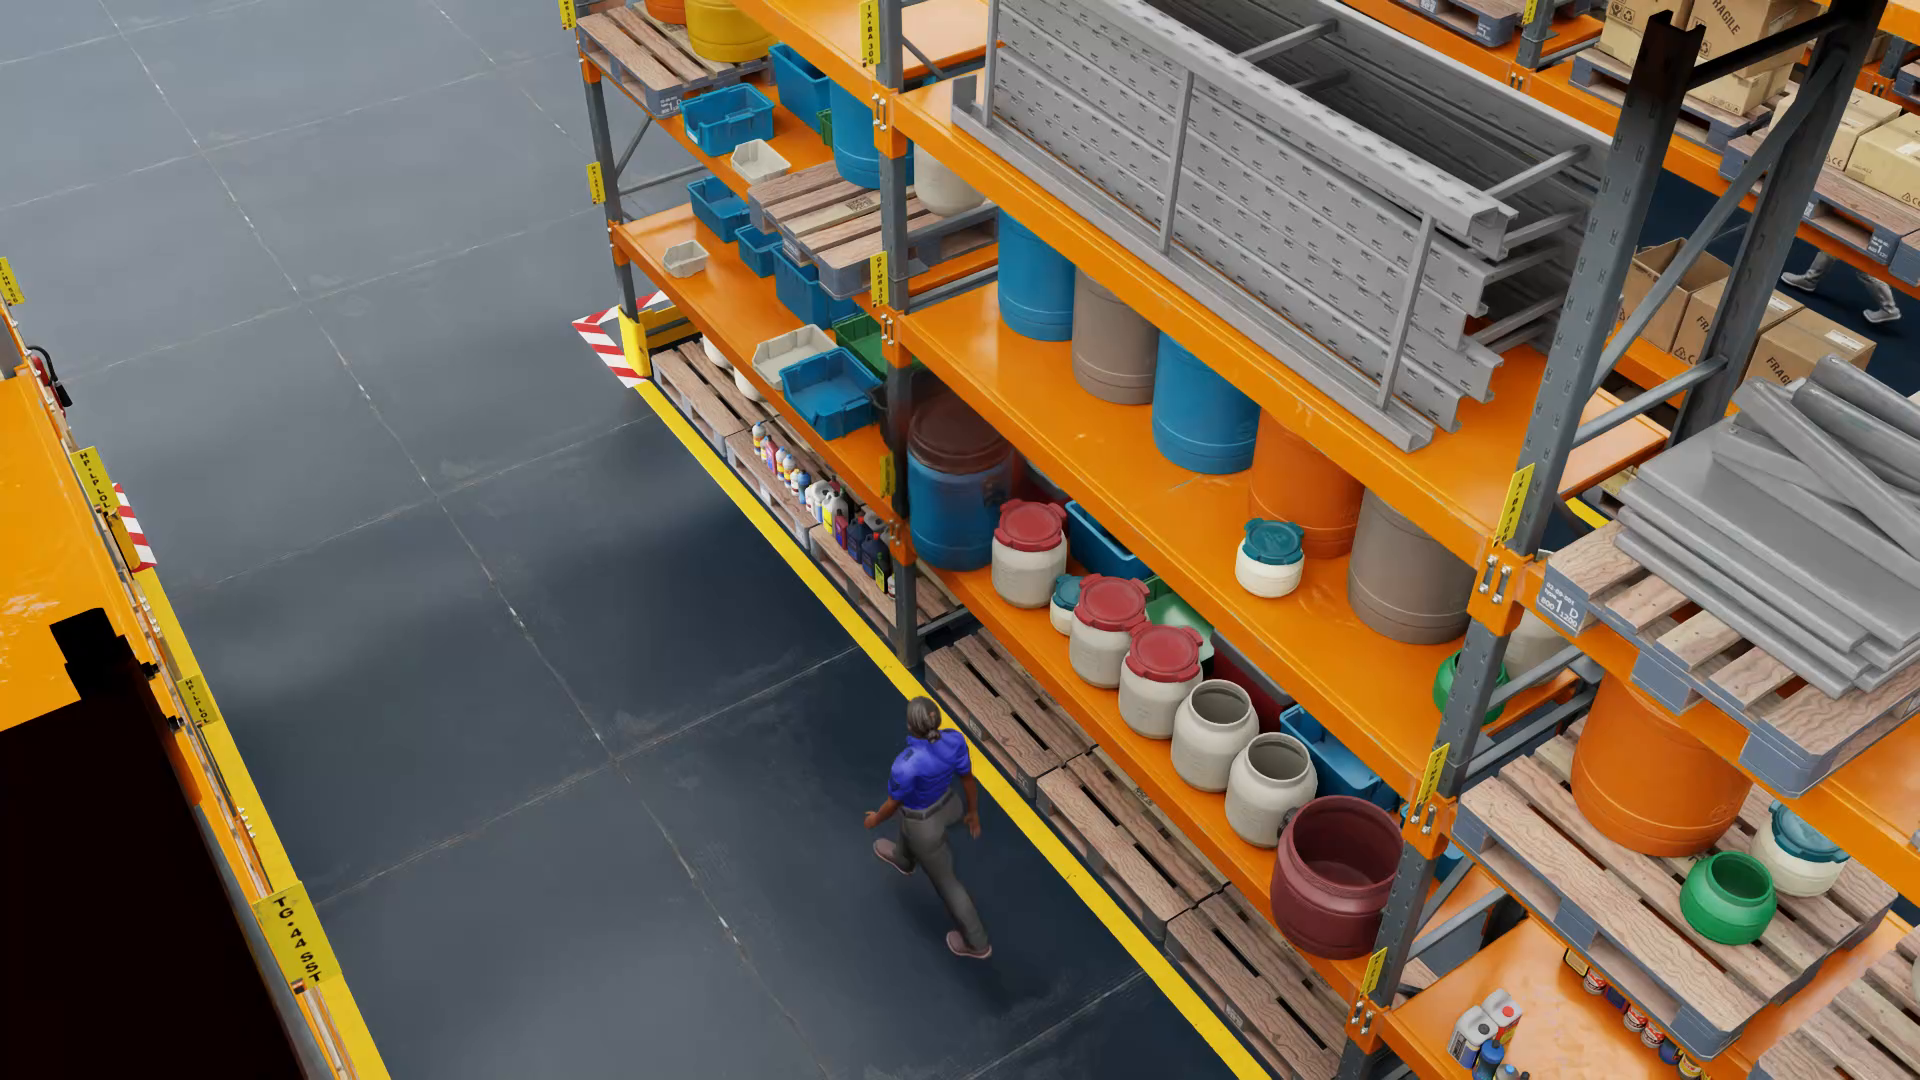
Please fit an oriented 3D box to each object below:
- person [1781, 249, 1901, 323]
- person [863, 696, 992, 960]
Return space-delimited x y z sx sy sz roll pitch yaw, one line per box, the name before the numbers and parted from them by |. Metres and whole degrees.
person | 7.293 -2.557 13.299 1.004 1.631 0.573 31 51 29
person | -0.168 1.423 8.609 0.993 1.606 0.465 30 51 29
